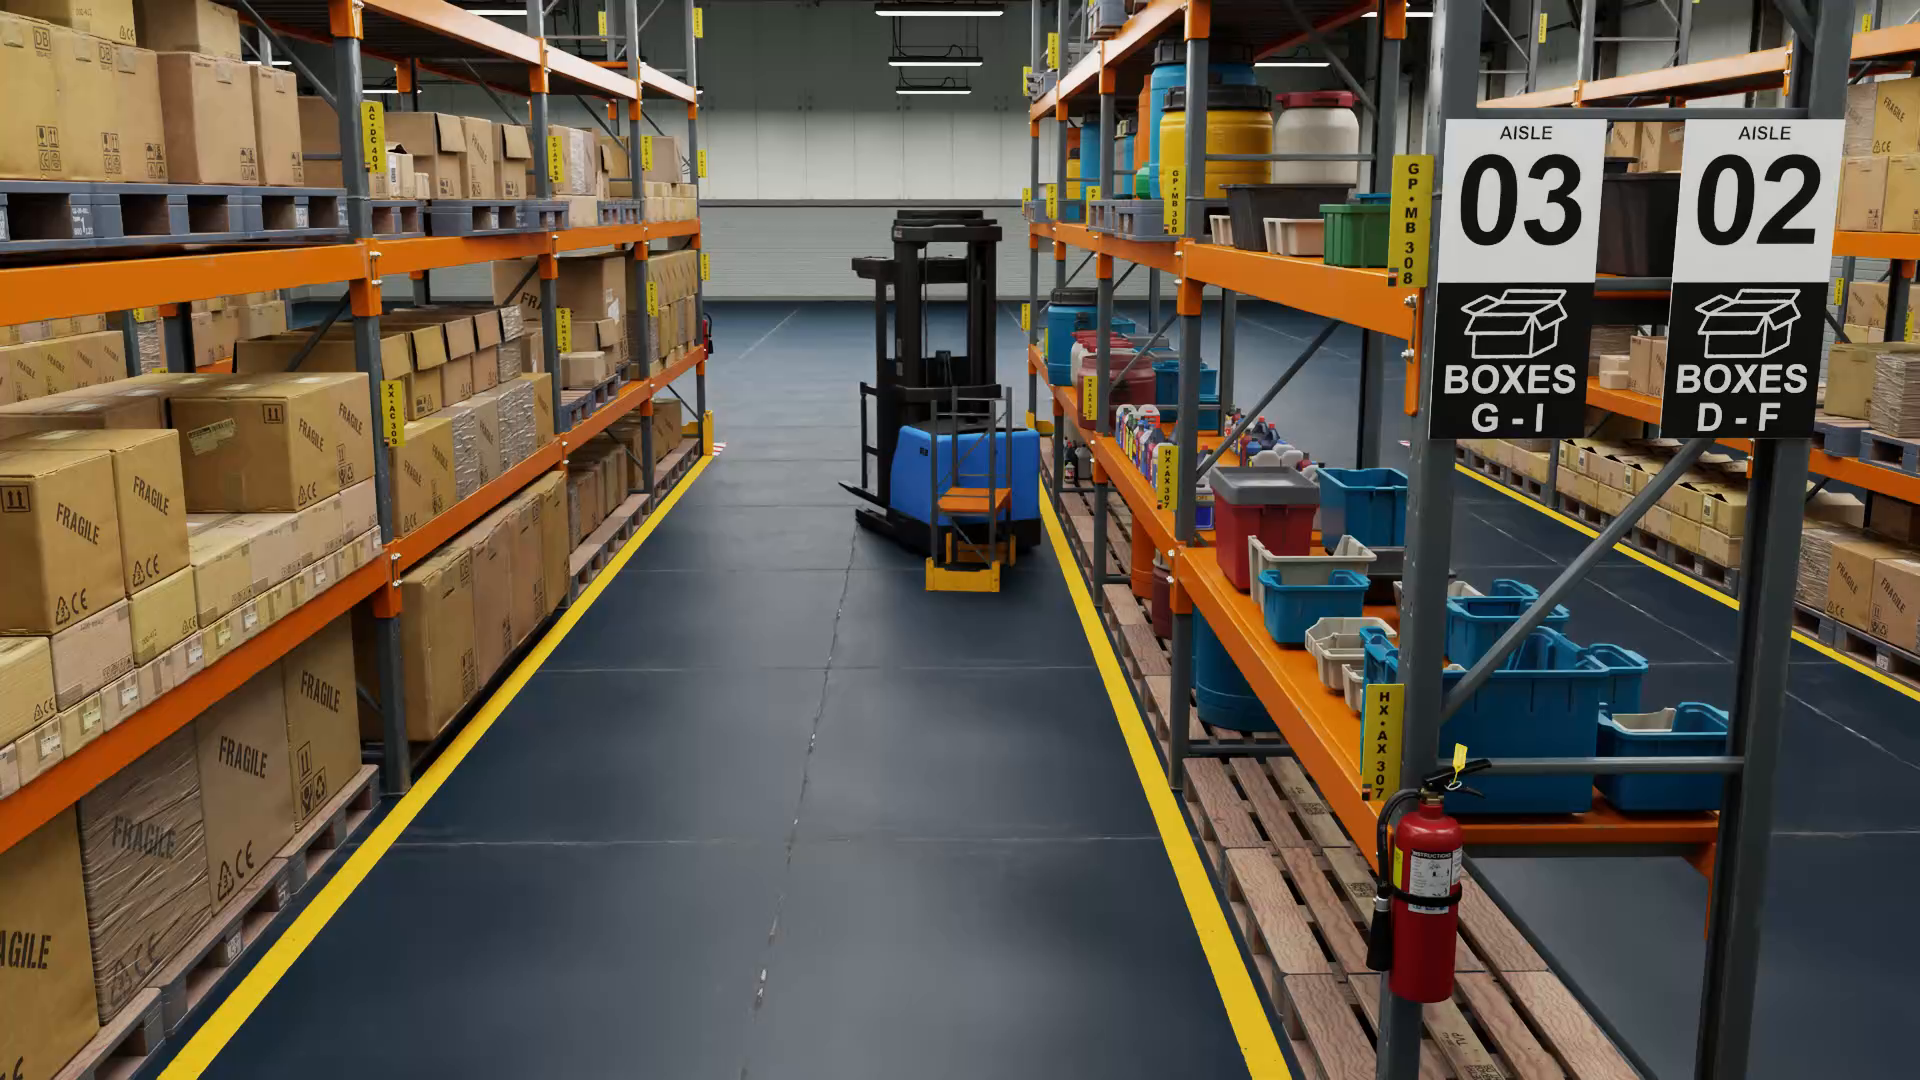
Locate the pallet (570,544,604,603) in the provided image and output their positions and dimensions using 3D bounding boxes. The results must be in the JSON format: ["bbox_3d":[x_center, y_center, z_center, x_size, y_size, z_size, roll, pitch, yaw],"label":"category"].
[{"bbox_3d":[-3.455,0.257,13.259,1.003,0.211,1.213,0,11,-1],"label":"pallet"}]

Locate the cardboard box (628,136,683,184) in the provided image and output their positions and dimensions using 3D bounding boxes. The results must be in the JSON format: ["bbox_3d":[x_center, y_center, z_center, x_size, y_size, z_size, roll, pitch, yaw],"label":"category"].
[{"bbox_3d":[-3.321,-4.147,18.154,0.500,0.500,0.500,0,11,-1],"label":"cardboard box"}]

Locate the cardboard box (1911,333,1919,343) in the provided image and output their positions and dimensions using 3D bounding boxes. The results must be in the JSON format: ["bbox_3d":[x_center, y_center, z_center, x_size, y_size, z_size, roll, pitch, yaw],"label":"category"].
[{"bbox_3d":[10.973,-2.239,18.876,0.500,0.250,0.500,0,11,-2],"label":"cardboard box"}]

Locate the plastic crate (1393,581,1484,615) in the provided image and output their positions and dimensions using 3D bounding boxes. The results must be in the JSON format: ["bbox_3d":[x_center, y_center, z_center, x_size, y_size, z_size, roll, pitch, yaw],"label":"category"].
[{"bbox_3d":[1.931,0.266,6.717,0.293,0.136,0.466,0,11,-1],"label":"plastic crate"}]

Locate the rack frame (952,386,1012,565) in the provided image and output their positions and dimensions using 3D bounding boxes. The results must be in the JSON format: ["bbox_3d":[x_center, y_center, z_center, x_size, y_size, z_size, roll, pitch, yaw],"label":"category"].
[{"bbox_3d":[0.180,-0.538,13.936,0.500,1.500,0.032,2,12,9],"label":"rack frame"}]

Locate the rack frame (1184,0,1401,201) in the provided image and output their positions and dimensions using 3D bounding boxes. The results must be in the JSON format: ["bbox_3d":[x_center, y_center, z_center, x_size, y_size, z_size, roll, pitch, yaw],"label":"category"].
[{"bbox_3d":[1.594,-3.119,7.801,1.000,3.000,0.127,0,11,-1],"label":"rack frame"}]

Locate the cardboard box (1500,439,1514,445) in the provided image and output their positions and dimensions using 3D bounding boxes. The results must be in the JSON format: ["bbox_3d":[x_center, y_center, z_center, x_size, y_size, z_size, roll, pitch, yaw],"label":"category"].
[{"bbox_3d":[6.140,-1.305,17.919,0.500,0.500,0.500,0,11,-1],"label":"cardboard box"}]

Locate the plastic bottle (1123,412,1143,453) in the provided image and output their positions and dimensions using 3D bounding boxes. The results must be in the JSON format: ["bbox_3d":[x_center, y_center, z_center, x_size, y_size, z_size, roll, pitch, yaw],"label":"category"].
[{"bbox_3d":[1.207,-0.734,11.445,0.152,0.276,0.135,0,11,-1],"label":"plastic bottle"}]

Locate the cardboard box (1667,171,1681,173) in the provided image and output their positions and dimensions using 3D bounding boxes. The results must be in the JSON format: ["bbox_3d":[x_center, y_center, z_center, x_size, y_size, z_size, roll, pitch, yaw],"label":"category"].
[{"bbox_3d":[6.360,-3.011,14.133,0.500,0.250,0.500,-1,12,-6],"label":"cardboard box"}]

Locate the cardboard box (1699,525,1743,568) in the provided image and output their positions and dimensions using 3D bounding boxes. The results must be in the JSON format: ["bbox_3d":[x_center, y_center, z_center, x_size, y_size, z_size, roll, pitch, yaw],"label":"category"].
[{"bbox_3d":[6.209,0.044,13.155,0.500,0.250,0.500,0,11,0],"label":"cardboard box"}]

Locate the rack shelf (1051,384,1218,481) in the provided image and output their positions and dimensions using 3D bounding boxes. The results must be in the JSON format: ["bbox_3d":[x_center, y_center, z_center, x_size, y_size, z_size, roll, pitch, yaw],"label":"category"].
[{"bbox_3d":[1.470,-1.019,14.348,1.077,0.370,4.000,0,11,-1],"label":"rack shelf"}]

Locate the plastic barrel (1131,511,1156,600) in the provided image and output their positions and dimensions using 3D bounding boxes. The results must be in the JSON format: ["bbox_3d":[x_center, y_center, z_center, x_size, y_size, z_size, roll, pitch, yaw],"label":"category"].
[{"bbox_3d":[1.539,-0.019,12.012,0.600,0.830,0.708,0,11,-1],"label":"plastic barrel"}]

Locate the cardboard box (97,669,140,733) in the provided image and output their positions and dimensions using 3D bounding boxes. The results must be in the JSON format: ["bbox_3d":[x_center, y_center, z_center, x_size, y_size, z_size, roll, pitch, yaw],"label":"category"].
[{"bbox_3d":[-2.971,0.534,5.515,0.380,0.149,0.250,0,11,-2],"label":"cardboard box"}]

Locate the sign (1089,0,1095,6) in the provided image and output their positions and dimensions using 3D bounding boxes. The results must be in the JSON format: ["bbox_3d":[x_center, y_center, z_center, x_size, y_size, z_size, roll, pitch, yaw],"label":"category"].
[{"bbox_3d":[0.962,-3.752,11.734,0.100,0.325,0.005,0,11,-1],"label":"sign"}]

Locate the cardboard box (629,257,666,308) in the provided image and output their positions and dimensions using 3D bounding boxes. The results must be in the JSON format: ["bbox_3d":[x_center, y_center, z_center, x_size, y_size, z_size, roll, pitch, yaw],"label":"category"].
[{"bbox_3d":[-3.290,-2.624,16.933,0.500,0.500,0.500,0,11,-1],"label":"cardboard box"}]

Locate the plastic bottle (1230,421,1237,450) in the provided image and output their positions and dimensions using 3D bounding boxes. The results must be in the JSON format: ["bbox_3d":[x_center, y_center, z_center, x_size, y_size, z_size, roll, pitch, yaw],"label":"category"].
[{"bbox_3d":[1.935,-0.729,11.609,0.097,0.201,0.097,0,11,0],"label":"plastic bottle"}]

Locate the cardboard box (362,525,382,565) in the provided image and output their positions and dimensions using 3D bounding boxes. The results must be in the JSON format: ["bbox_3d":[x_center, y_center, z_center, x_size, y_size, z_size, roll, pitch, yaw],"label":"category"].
[{"bbox_3d":[-3.024,0.024,8.030,0.380,0.149,0.250,0,11,-1],"label":"cardboard box"}]

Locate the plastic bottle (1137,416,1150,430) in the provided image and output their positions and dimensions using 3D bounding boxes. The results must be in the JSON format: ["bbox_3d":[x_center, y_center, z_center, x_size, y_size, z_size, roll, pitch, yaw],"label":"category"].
[{"bbox_3d":[1.243,-0.709,11.332,0.097,0.271,0.097,0,11,0],"label":"plastic bottle"}]

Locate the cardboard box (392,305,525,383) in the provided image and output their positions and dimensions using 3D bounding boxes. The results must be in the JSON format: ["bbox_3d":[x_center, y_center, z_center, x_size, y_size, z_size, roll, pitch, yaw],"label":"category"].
[{"bbox_3d":[-3.441,-1.349,11.390,0.797,0.503,0.637,0,11,1],"label":"cardboard box"}]

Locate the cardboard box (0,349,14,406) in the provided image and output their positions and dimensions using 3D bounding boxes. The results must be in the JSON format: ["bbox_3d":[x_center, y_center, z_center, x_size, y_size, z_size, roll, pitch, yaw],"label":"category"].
[{"bbox_3d":[-8.164,-1.294,13.642,0.500,0.500,0.500,0,11,-1],"label":"cardboard box"}]

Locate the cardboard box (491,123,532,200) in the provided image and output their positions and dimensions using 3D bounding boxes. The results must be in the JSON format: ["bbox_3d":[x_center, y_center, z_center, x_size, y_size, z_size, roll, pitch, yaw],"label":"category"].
[{"bbox_3d":[-3.356,-2.559,11.270,0.797,0.503,0.637,0,11,2],"label":"cardboard box"}]

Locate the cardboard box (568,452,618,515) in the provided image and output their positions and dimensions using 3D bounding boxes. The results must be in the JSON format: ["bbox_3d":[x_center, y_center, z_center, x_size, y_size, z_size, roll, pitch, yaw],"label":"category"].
[{"bbox_3d":[-3.541,-0.522,15.271,0.700,0.500,0.500,0,11,-2],"label":"cardboard box"}]

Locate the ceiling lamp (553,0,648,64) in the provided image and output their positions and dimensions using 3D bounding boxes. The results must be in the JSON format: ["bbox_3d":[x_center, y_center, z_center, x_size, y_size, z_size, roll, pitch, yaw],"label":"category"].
[{"bbox_3d":[-7.578,-11.575,34.801,2.000,3.185,0.800,0,11,-1],"label":"ceiling lamp"}]

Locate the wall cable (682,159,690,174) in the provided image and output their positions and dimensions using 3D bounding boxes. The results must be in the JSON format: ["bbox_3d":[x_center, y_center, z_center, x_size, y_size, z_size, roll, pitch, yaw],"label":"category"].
[{"bbox_3d":[-9.230,-13.537,50.600,2.305,6.003,0.169,0,11,-1],"label":"wall cable"}]

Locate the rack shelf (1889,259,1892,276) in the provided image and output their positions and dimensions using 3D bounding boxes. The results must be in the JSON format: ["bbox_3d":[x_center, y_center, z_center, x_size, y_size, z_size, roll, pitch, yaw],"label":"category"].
[{"bbox_3d":[6.423,-2.509,14.146,1.077,0.370,4.000,0,11,-1],"label":"rack shelf"}]

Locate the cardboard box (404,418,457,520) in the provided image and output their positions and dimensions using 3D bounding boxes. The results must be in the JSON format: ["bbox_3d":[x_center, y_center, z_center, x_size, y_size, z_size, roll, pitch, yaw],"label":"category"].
[{"bbox_3d":[-3.128,-0.400,9.235,0.500,0.500,0.500,0,11,-1],"label":"cardboard box"}]

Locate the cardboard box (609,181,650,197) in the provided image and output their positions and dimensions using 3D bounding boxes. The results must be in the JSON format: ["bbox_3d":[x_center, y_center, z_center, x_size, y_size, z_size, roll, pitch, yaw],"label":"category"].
[{"bbox_3d":[-3.222,-3.407,16.137,0.380,0.149,0.250,-1,11,-3],"label":"cardboard box"}]

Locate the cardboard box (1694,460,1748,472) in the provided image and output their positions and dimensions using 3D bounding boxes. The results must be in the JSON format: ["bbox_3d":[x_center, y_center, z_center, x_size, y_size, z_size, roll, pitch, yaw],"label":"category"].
[{"bbox_3d":[6.708,-0.540,14.626,0.500,0.311,0.500,0,11,-2],"label":"cardboard box"}]

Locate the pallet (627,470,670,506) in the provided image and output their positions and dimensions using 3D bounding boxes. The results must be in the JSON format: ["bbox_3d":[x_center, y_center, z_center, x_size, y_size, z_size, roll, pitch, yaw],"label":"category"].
[{"bbox_3d":[-3.572,-0.516,17.070,1.003,0.211,1.213,0,11,-1],"label":"pallet"}]

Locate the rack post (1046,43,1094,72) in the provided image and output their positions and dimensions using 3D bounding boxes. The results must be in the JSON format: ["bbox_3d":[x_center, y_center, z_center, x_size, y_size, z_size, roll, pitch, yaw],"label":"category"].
[{"bbox_3d":[1.418,-5.082,17.668,0.937,0.300,0.954,0,11,-2],"label":"rack post"}]

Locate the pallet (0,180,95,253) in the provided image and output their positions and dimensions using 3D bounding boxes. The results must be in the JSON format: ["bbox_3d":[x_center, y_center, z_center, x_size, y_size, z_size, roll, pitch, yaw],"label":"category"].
[{"bbox_3d":[-3.301,-0.938,4.815,1.003,0.211,1.213,0,11,-1],"label":"pallet"}]

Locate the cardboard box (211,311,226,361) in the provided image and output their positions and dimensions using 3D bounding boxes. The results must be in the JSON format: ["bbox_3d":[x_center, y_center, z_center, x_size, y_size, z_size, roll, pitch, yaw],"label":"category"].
[{"bbox_3d":[-8.542,-2.217,18.068,0.875,0.550,0.500,0,11,-1],"label":"cardboard box"}]

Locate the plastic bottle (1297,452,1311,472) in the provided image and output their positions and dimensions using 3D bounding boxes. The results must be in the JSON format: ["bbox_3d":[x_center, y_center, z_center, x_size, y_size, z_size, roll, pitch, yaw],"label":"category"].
[{"bbox_3d":[1.995,-0.373,9.647,0.061,0.283,0.133,0,11,-1],"label":"plastic bottle"}]

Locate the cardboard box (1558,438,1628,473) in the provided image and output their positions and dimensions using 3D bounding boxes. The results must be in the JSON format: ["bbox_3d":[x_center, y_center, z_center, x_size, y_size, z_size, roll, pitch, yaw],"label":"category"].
[{"bbox_3d":[6.141,-0.839,16.098,0.500,0.311,0.500,0,11,-1],"label":"cardboard box"}]

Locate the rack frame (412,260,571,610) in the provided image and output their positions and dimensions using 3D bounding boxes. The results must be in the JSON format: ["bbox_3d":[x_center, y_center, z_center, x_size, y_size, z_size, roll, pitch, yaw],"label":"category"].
[{"bbox_3d":[-3.440,-0.954,12.216,1.000,3.000,0.127,0,11,-1],"label":"rack frame"}]

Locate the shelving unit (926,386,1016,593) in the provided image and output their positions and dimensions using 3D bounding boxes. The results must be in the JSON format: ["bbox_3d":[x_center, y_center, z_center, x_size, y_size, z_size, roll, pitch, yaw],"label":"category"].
[{"bbox_3d":[0.101,-0.436,13.435,0.587,1.500,1.083,2,12,9],"label":"shelving unit"}]

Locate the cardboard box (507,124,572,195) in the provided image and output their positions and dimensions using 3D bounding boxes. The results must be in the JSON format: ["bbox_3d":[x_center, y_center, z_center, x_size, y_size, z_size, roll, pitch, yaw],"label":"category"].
[{"bbox_3d":[-3.193,-2.812,12.324,0.500,0.500,0.500,0,11,-1],"label":"cardboard box"}]

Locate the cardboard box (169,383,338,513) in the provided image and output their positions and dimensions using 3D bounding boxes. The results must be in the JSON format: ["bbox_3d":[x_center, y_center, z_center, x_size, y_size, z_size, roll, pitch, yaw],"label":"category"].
[{"bbox_3d":[-3.075,-0.409,7.272,0.500,0.500,0.500,0,11,-1],"label":"cardboard box"}]

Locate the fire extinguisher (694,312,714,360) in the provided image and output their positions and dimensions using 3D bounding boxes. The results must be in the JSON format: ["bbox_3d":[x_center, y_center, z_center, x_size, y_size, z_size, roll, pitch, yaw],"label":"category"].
[{"bbox_3d":[-3.147,-2.531,20.184,0.296,0.674,0.183,0,11,-1],"label":"fire extinguisher"}]

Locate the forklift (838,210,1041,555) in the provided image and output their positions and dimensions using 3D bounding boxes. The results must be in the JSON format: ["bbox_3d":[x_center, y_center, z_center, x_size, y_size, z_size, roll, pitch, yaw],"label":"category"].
[{"bbox_3d":[-0.338,-1.559,15.372,1.130,2.935,3.031,-5,12,-23],"label":"forklift"}]

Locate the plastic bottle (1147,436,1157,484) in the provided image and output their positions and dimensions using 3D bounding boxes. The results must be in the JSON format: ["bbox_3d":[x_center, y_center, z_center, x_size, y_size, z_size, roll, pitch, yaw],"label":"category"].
[{"bbox_3d":[1.187,-0.490,10.225,0.061,0.283,0.133,0,11,-1],"label":"plastic bottle"}]

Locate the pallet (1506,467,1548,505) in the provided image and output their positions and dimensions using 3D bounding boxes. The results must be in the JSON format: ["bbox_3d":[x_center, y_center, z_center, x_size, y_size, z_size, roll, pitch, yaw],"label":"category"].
[{"bbox_3d":[6.407,-0.581,17.390,1.003,0.211,1.213,0,11,-1],"label":"pallet"}]

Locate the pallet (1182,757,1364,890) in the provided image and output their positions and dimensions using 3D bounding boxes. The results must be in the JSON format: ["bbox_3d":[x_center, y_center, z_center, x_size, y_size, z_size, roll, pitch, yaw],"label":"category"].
[{"bbox_3d":[1.648,1.334,7.955,1.003,0.211,1.213,0,11,-1],"label":"pallet"}]

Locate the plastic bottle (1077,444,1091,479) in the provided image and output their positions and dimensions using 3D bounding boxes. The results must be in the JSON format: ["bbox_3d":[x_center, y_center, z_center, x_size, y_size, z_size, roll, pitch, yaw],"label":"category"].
[{"bbox_3d":[1.272,-0.814,17.084,0.144,0.351,0.185,0,11,-1],"label":"plastic bottle"}]

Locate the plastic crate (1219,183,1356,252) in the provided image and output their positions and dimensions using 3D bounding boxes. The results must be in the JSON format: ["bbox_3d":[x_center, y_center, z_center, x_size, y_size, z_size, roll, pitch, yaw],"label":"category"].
[{"bbox_3d":[1.346,-1.337,6.889,0.497,0.269,0.590,0,11,-1],"label":"plastic crate"}]

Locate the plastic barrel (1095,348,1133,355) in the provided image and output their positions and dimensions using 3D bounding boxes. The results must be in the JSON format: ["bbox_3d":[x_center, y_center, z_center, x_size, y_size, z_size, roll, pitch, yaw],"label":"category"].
[{"bbox_3d":[1.268,-1.316,13.722,0.421,0.512,0.421,0,11,0],"label":"plastic barrel"}]

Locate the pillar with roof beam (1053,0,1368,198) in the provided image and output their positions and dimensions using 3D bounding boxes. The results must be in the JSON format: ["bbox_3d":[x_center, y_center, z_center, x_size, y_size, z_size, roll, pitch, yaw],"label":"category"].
[{"bbox_3d":[7.207,-11.355,48.398,9.100,9.000,0.548,0,11,-1],"label":"pillar with roof beam"}]

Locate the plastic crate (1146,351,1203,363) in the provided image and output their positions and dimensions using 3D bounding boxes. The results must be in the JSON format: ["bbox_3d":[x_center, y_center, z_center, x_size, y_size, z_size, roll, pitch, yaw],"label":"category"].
[{"bbox_3d":[1.784,-1.328,13.900,0.402,0.464,0.583,0,11,-1],"label":"plastic crate"}]

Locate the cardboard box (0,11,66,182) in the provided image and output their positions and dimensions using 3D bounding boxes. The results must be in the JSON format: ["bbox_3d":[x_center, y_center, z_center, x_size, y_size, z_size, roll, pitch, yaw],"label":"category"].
[{"bbox_3d":[-3.230,-1.353,5.080,0.700,0.500,0.500,-1,11,-3],"label":"cardboard box"}]

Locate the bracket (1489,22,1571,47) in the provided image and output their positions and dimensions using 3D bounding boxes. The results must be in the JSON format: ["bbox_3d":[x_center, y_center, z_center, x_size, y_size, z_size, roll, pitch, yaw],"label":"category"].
[{"bbox_3d":[11.465,-10.156,33.432,0.076,0.066,4.783,0,11,-1],"label":"bracket"}]

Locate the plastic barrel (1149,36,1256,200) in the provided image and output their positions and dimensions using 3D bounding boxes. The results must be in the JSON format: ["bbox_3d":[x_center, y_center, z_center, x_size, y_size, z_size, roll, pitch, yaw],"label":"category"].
[{"bbox_3d":[1.406,-2.439,9.677,0.600,0.901,0.708,0,11,-1],"label":"plastic barrel"}]

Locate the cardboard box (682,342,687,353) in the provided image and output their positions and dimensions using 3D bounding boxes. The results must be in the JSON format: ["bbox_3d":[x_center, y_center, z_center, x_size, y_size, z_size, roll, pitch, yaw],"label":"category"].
[{"bbox_3d":[-3.342,-2.216,19.071,0.380,0.149,0.250,0,11,-1],"label":"cardboard box"}]

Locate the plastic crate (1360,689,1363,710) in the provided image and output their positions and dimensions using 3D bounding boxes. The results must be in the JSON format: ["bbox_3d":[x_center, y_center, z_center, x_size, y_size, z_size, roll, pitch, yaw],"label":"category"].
[{"bbox_3d":[1.479,0.555,5.294,0.396,0.136,0.243,0,11,-1],"label":"plastic crate"}]

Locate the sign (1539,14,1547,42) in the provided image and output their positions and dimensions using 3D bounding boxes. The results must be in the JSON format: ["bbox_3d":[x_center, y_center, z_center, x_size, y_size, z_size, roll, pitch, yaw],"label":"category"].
[{"bbox_3d":[6.841,-6.020,19.552,0.100,0.325,0.005,0,11,-1],"label":"sign"}]

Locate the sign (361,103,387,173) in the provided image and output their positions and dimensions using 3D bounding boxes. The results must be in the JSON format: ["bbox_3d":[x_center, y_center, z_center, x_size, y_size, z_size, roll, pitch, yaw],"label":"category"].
[{"bbox_3d":[-2.803,-1.923,7.952,0.100,0.325,0.005,0,11,-1],"label":"sign"}]

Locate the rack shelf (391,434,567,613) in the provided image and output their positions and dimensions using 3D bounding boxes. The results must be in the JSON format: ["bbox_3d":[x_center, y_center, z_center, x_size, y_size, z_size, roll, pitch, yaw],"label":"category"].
[{"bbox_3d":[-3.399,-0.204,10.328,1.077,0.370,4.000,0,11,-1],"label":"rack shelf"}]
